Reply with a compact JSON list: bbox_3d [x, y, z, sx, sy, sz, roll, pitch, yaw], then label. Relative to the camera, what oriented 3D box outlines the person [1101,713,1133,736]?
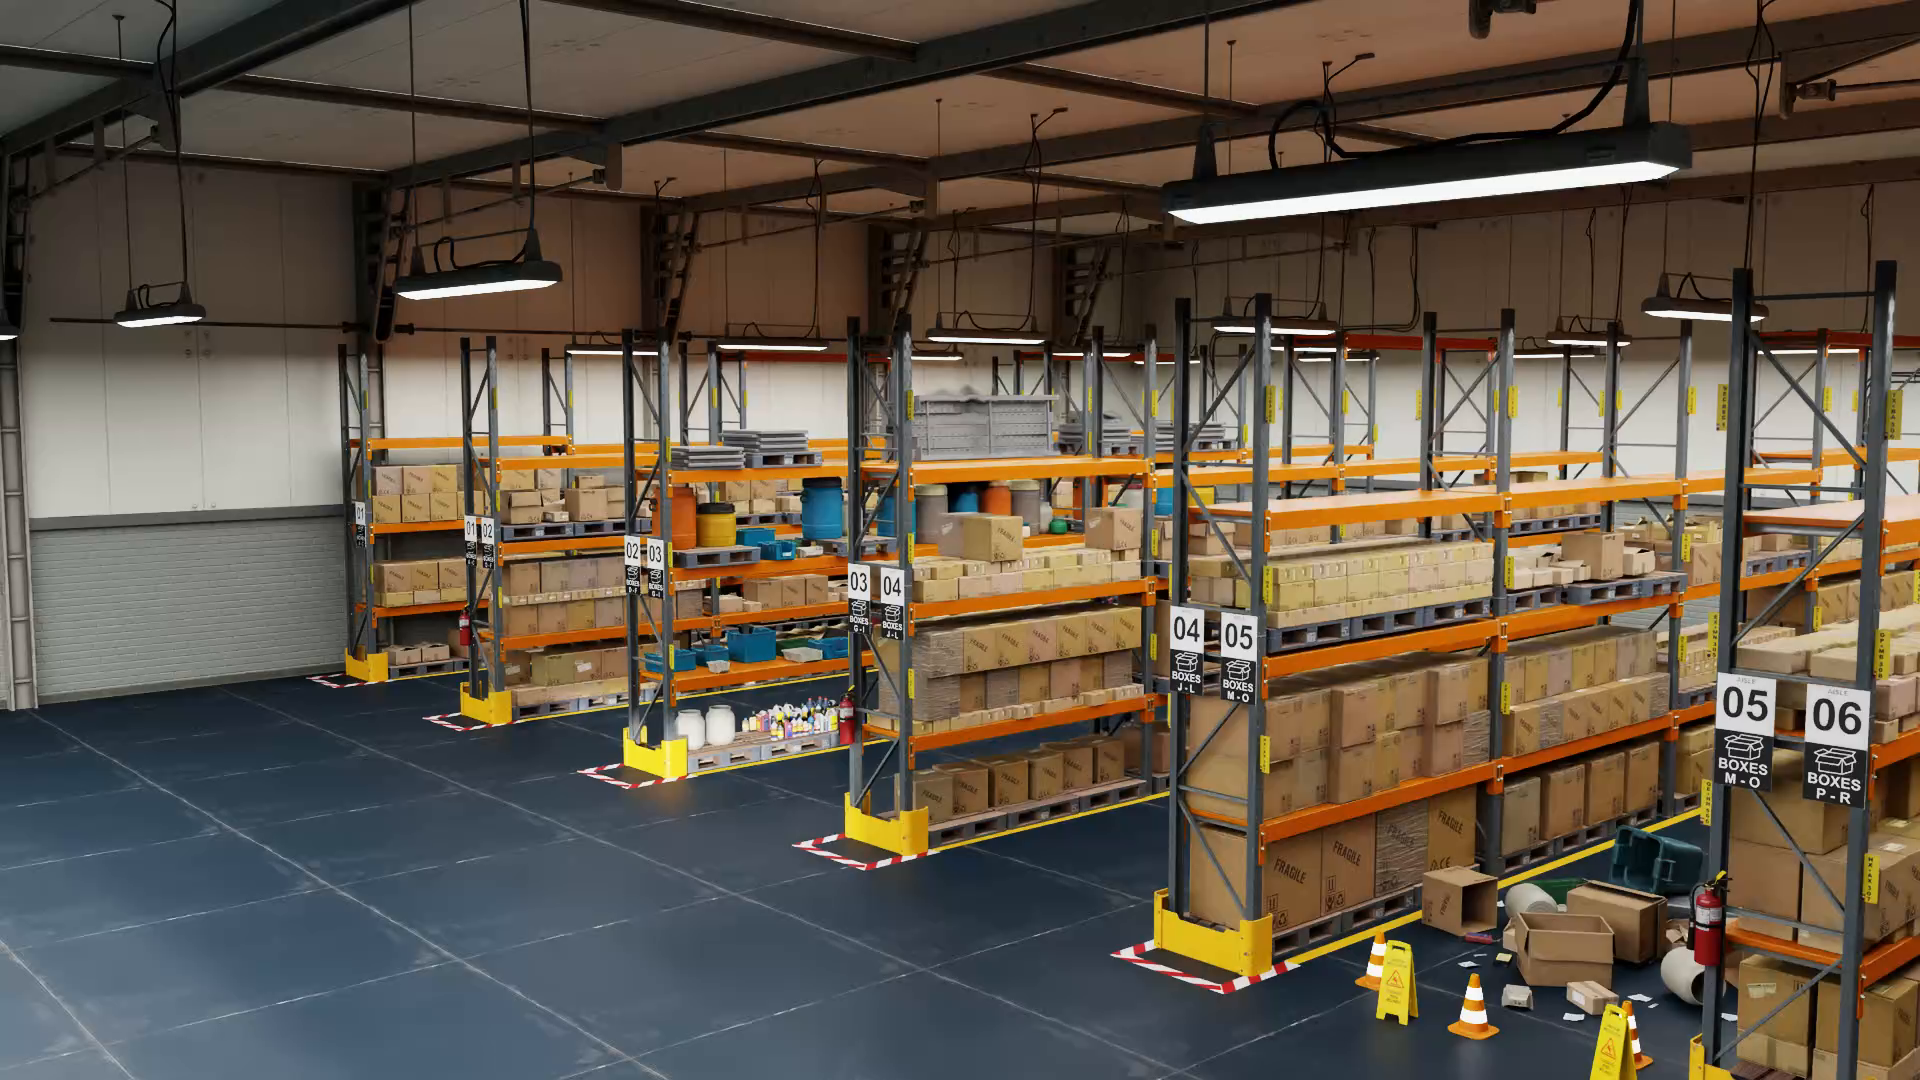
[{"bbox_3d":[2.144,1.984,23.456,0.548,1.582,0.740,5,7,44],"label":"person"}]
